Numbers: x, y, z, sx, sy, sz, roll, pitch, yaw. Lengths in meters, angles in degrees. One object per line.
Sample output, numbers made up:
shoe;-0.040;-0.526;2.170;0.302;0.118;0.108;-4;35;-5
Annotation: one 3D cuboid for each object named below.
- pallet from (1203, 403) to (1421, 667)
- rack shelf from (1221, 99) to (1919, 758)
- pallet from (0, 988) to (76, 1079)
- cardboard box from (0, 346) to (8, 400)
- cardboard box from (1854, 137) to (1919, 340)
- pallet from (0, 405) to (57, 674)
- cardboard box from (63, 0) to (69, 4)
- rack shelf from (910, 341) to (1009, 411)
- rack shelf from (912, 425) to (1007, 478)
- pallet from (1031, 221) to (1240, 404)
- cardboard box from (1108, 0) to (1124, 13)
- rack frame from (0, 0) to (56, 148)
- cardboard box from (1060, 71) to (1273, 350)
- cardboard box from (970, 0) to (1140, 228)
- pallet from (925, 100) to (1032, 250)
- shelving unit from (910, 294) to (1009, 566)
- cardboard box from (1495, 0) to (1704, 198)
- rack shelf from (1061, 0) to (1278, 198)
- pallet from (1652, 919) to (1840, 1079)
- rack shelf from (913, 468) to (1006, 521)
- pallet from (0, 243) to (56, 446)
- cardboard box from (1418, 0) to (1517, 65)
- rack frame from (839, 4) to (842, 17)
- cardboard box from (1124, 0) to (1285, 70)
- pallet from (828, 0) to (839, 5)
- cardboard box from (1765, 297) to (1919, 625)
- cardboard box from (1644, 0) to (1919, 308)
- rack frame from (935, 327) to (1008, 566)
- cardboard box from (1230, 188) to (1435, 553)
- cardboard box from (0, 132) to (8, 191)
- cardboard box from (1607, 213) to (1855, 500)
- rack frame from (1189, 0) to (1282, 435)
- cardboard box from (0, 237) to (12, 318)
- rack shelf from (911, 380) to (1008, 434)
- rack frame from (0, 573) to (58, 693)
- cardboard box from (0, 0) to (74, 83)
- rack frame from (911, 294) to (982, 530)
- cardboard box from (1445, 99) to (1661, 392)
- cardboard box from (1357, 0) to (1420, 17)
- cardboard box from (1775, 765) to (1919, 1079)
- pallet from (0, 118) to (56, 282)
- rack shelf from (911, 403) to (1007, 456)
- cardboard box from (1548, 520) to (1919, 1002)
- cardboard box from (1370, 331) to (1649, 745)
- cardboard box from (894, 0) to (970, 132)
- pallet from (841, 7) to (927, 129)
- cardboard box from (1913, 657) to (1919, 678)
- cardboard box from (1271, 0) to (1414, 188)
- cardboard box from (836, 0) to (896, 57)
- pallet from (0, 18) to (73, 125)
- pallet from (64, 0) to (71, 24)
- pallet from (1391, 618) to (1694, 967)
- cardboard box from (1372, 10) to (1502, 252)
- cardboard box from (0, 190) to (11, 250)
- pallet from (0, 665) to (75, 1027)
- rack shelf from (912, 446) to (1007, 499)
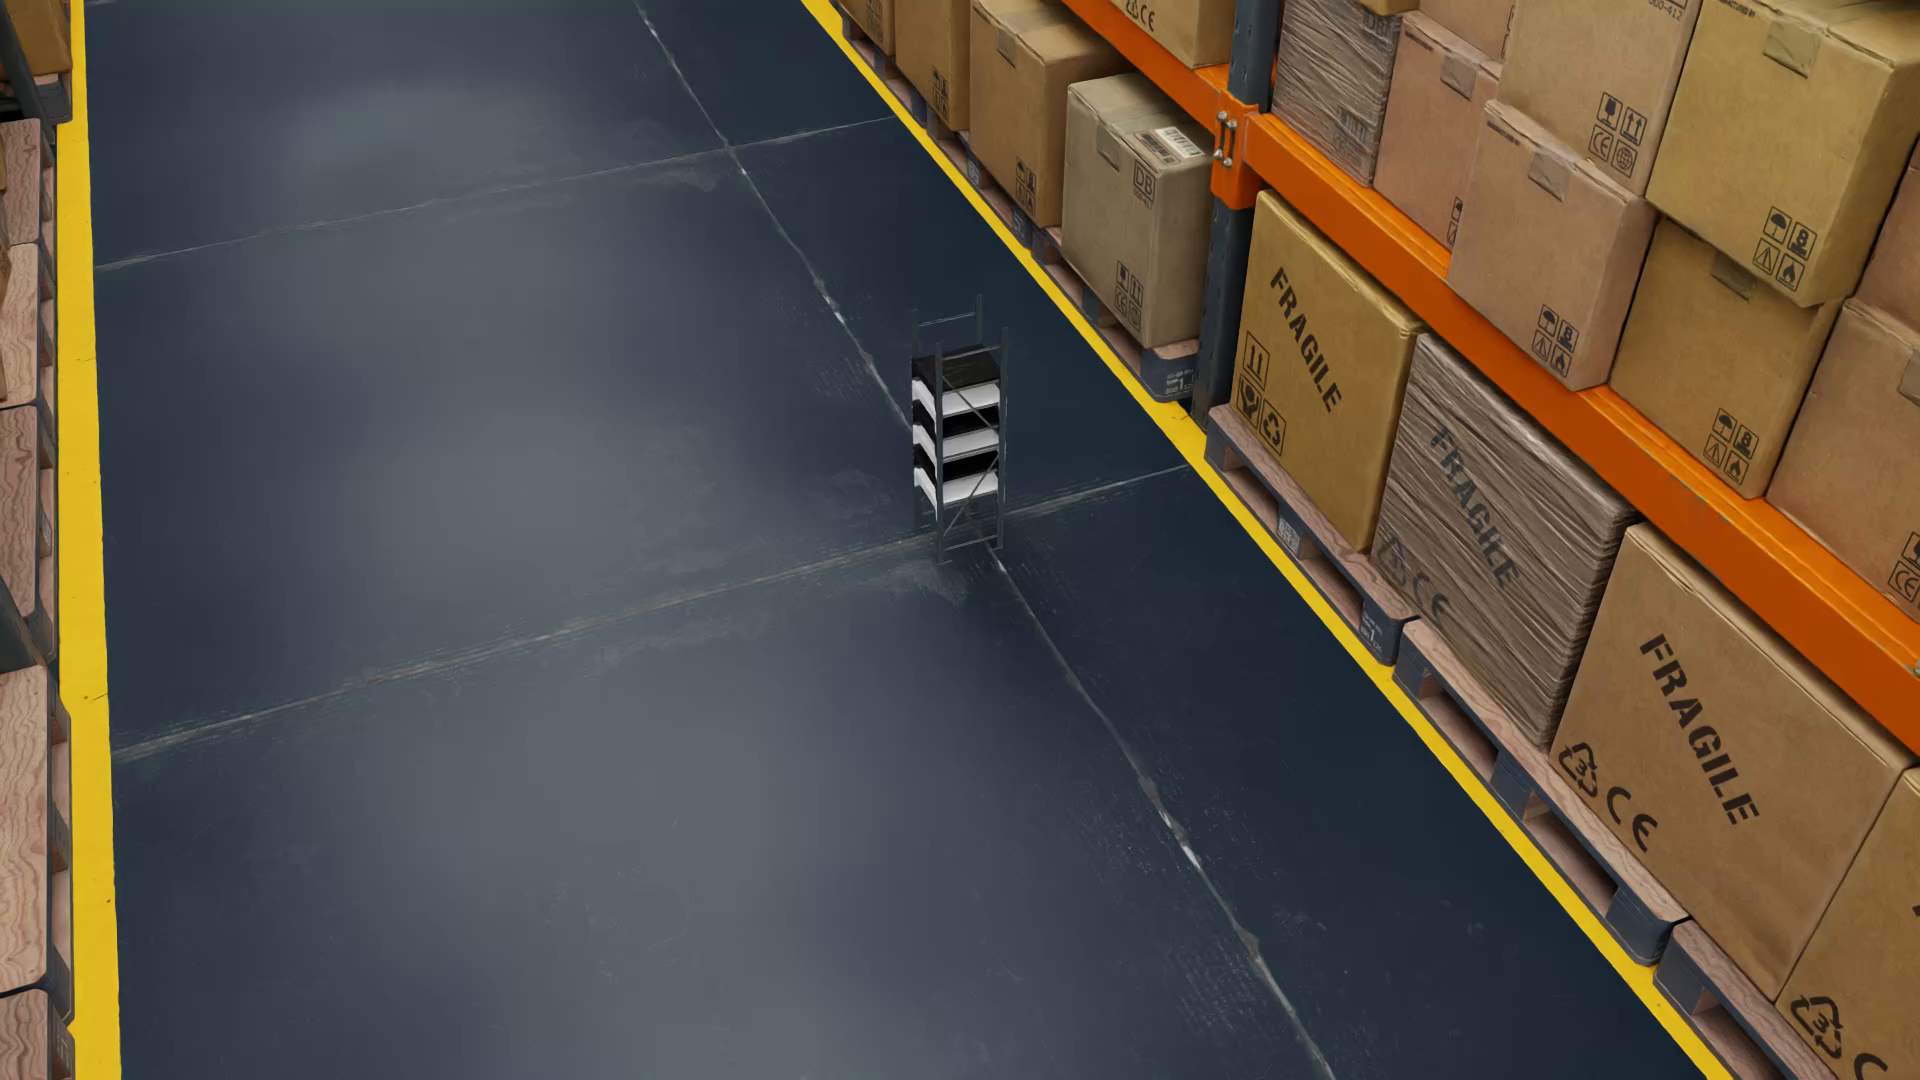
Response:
pallet;1.573;-0.157;5.771;1.003;0.211;1.213;-15;43;-17
rack shelf;2.119;-0.215;4.251;1.077;0.370;4.000;-15;43;-17
pallet;-2.507;1.673;3.642;1.003;0.211;1.213;-15;43;-17
cardboard box;-3.862;-0.739;5.888;0.700;0.500;0.500;-19;44;-20
cardboard box;2.394;-0.662;3.276;0.875;0.550;0.550;-15;43;-17
pallet;-3.566;0.073;5.503;1.003;0.211;1.213;-15;43;-17
cardboard box;-5.376;-3.239;8.523;1.225;0.875;0.875;-15;43;-17
rack shelf;-0.003;-0.526;5.308;0.258;0.077;0.200;-15;43;-17
rack shelf;-0.003;-0.321;5.484;0.258;0.077;0.200;-15;43;-17
pallet;0.989;-1.081;6.845;1.003;0.211;1.213;-15;43;-17
cardboard box;0.714;-2.282;6.027;0.500;0.500;0.500;-16;43;-17
rack frame;-4.797;-2.925;6.851;1.000;3.000;0.127;-15;43;-17
cardboard box;1.034;-1.350;6.423;1.050;0.750;0.750;-15;43;-17
cardboard box;0.668;-1.932;7.099;1.050;0.750;0.750;-15;43;-17
pallet;0.519;-1.817;7.701;1.003;0.211;1.213;-15;43;-17
shelving unit;-0.003;-0.346;5.462;0.258;0.900;0.210;-15;43;-17
cardboard box;1.861;-1.266;3.978;0.875;0.550;0.550;-15;43;-17
rack shelf;0.589;-2.624;7.053;1.077;0.370;4.000;-15;43;-17
pallet;2.506;1.313;4.062;1.003;0.211;1.213;-15;43;-17
rack shelf;-0.003;-0.184;5.601;0.258;0.077;0.200;-15;43;-17
pallet;-4.037;-0.663;6.359;1.003;0.211;1.213;-15;43;-17
cardboard box;1.781;-1.625;4.396;0.875;0.550;0.550;-15;43;-17
rack frame;-0.176;-4.102;8.219;1.000;3.000;0.127;-15;43;-17
cardboard box;0.908;-1.978;5.673;0.500;0.500;0.500;-15;43;-17
pallet;-0.474;-3.516;9.676;1.003;0.211;1.213;-15;43;-17
cardboard box;2.372;-0.246;3.621;0.875;0.550;0.550;-15;43;-17
cardboard box;2.071;-0.949;3.609;0.875;0.550;0.500;-15;43;-17
rack frame;0.036;-0.285;5.391;0.240;0.900;0.006;-15;43;-17
cardboard box;1.530;-0.650;5.512;0.875;0.875;0.875;-14;43;-16
cardboard box;-4.523;-1.746;7.059;0.700;0.500;0.500;-17;44;-19
cardboard box;2.131;-0.555;3.980;0.875;0.550;0.500;-15;43;-17
rack frame;1.354;-1.692;5.417;1.000;3.000;0.127;-15;43;-17
cardboard box;-4.075;-1.075;6.279;0.700;0.500;0.500;-12;42;-13
rack shelf;-0.003;-0.457;5.367;0.258;0.077;0.200;-15;43;-17
rack frame;-3.267;-0.516;4.049;1.000;3.000;0.127;-15;43;-17
cardboard box;-5.042;-2.700;7.897;1.225;0.875;0.875;-17;44;-19
rack frame;-0.042;-0.407;5.534;0.240;0.900;0.006;-15;43;-17
cardboard box;1.836;-0.850;4.322;0.875;0.550;0.550;-15;43;-17
cardboard box;1.464;-1.928;4.748;0.875;0.550;0.550;-15;43;-17
cardboard box;2.564;0.972;3.627;0.875;0.875;0.875;-15;43;-17
pallet;-4.500;-1.397;7.213;1.003;0.211;1.213;-15;43;-17
rack shelf;-0.003;-0.389;5.425;0.258;0.077;0.200;-15;43;-17
cardboard box;2.226;0.442;4.243;0.875;0.875;0.875;-16;43;-18
cardboard box;1.879;-0.107;4.882;0.875;0.875;0.875;-15;43;-17
cardboard box;0.311;-2.493;7.752;1.050;0.750;0.750;-14;43;-16
pallet;0.056;-2.551;8.554;1.003;0.211;1.213;-15;43;-17
cardboard box;2.470;0.122;3.192;0.875;0.550;0.550;-15;43;-17
cardboard box;1.506;-1.530;5.113;0.875;0.550;0.550;-15;43;-17
cardboard box;-0.026;-3.019;8.363;1.050;0.750;0.750;-16;43;-17
pallet;-5.030;-2.362;8.335;1.003;0.211;1.213;-15;43;-17
pallet;-5.492;-3.096;9.188;1.003;0.211;1.213;-15;43;-17
pallet;2.044;0.579;4.915;1.003;0.211;1.213;-15;43;-17
cardboard box;1.738;-1.204;4.735;0.875;0.550;0.550;-15;43;-17
cardboard box;-4.299;-1.415;6.674;0.700;0.500;0.500;-19;44;-20
pallet;-2.977;0.937;4.498;1.003;0.211;1.213;-15;43;-17
rack shelf;-0.003;-0.253;5.543;0.258;0.077;0.200;-15;43;-17
